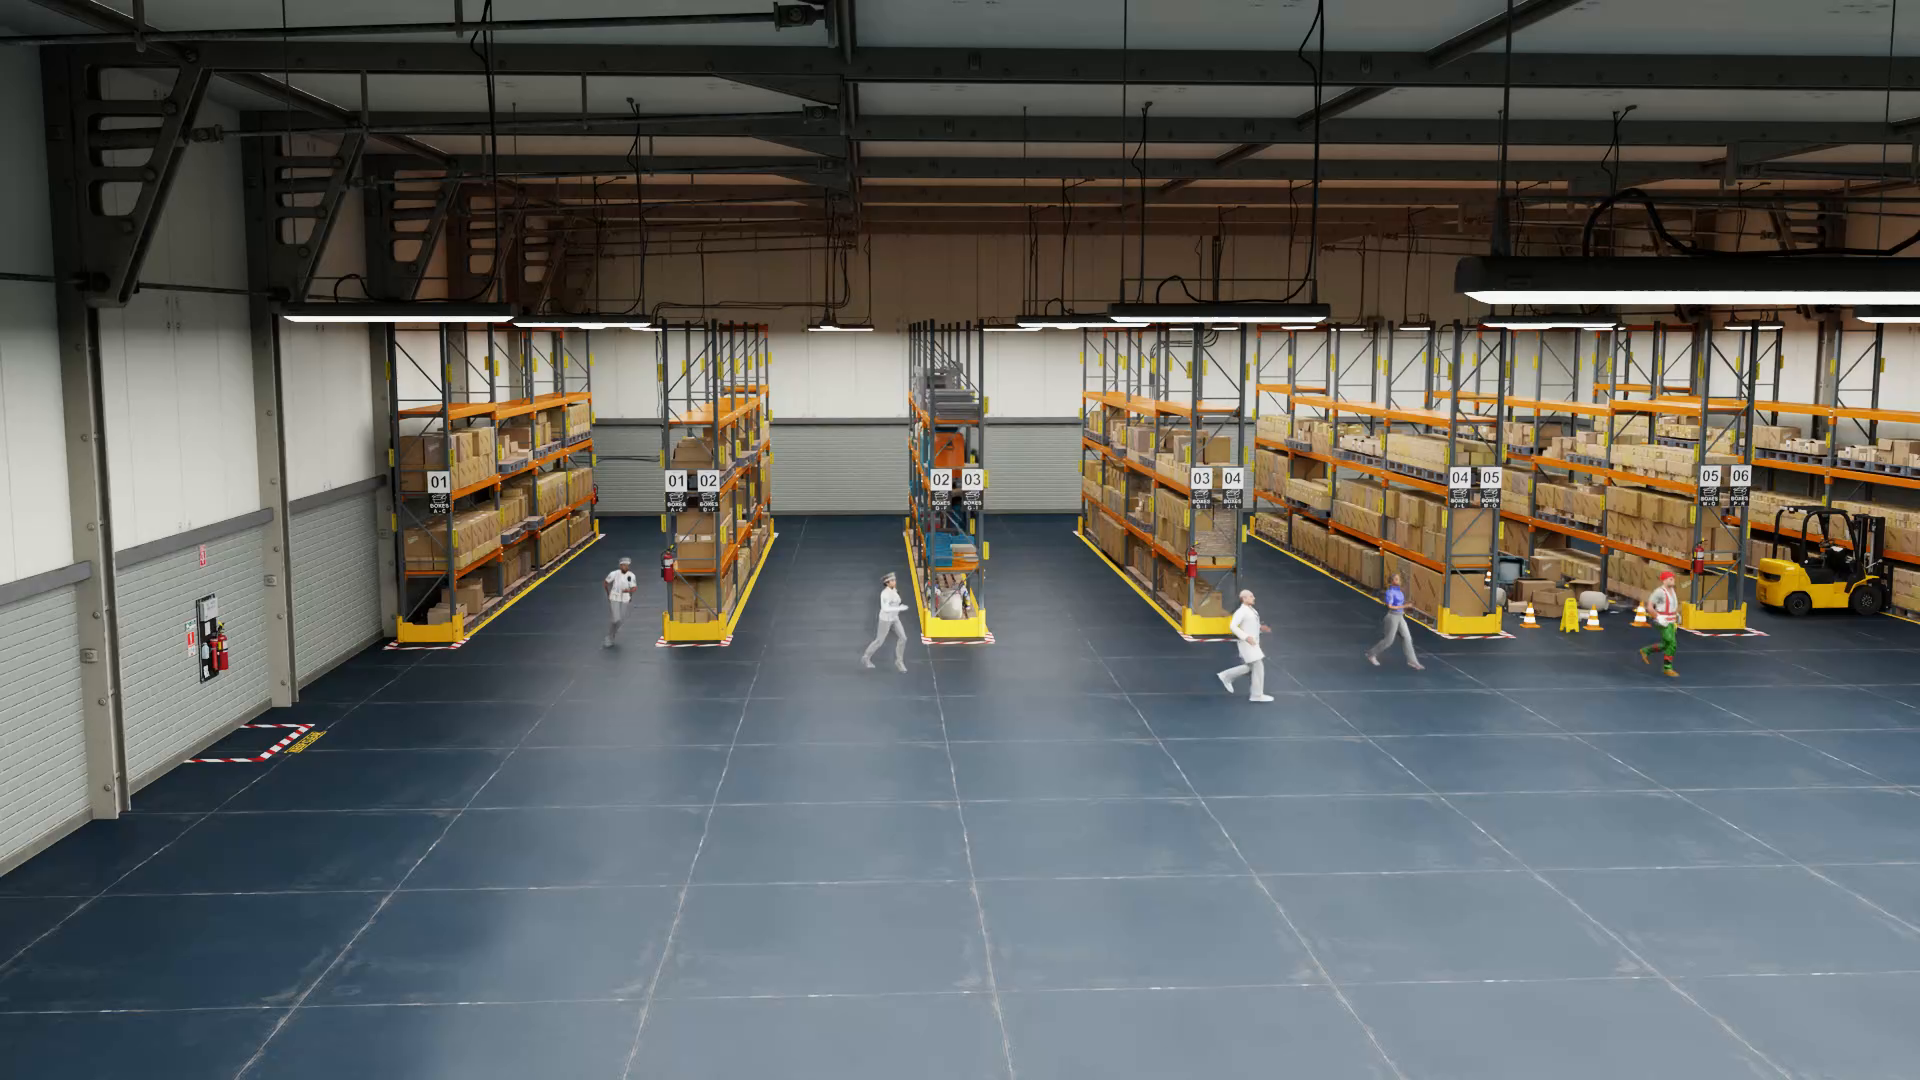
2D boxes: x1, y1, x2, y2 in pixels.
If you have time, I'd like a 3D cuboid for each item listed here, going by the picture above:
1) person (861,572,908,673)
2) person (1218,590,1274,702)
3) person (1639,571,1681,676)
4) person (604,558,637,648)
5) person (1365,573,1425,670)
[{"bbox_3d":[-1.243,1.398,28.305,0.877,1.740,0.617,4,8,28],"label":"person"},{"bbox_3d":[4.476,1.648,26.024,0.912,1.746,0.720,3,8,22],"label":"person"},{"bbox_3d":[11.867,1.390,28.157,0.678,1.760,0.767,-6,9,-40],"label":"person"},{"bbox_3d":[-6.286,1.143,30.670,0.643,1.667,0.642,-4,8,-29],"label":"person"},{"bbox_3d":[7.480,1.376,28.493,0.995,1.636,0.586,5,9,38],"label":"person"}]
